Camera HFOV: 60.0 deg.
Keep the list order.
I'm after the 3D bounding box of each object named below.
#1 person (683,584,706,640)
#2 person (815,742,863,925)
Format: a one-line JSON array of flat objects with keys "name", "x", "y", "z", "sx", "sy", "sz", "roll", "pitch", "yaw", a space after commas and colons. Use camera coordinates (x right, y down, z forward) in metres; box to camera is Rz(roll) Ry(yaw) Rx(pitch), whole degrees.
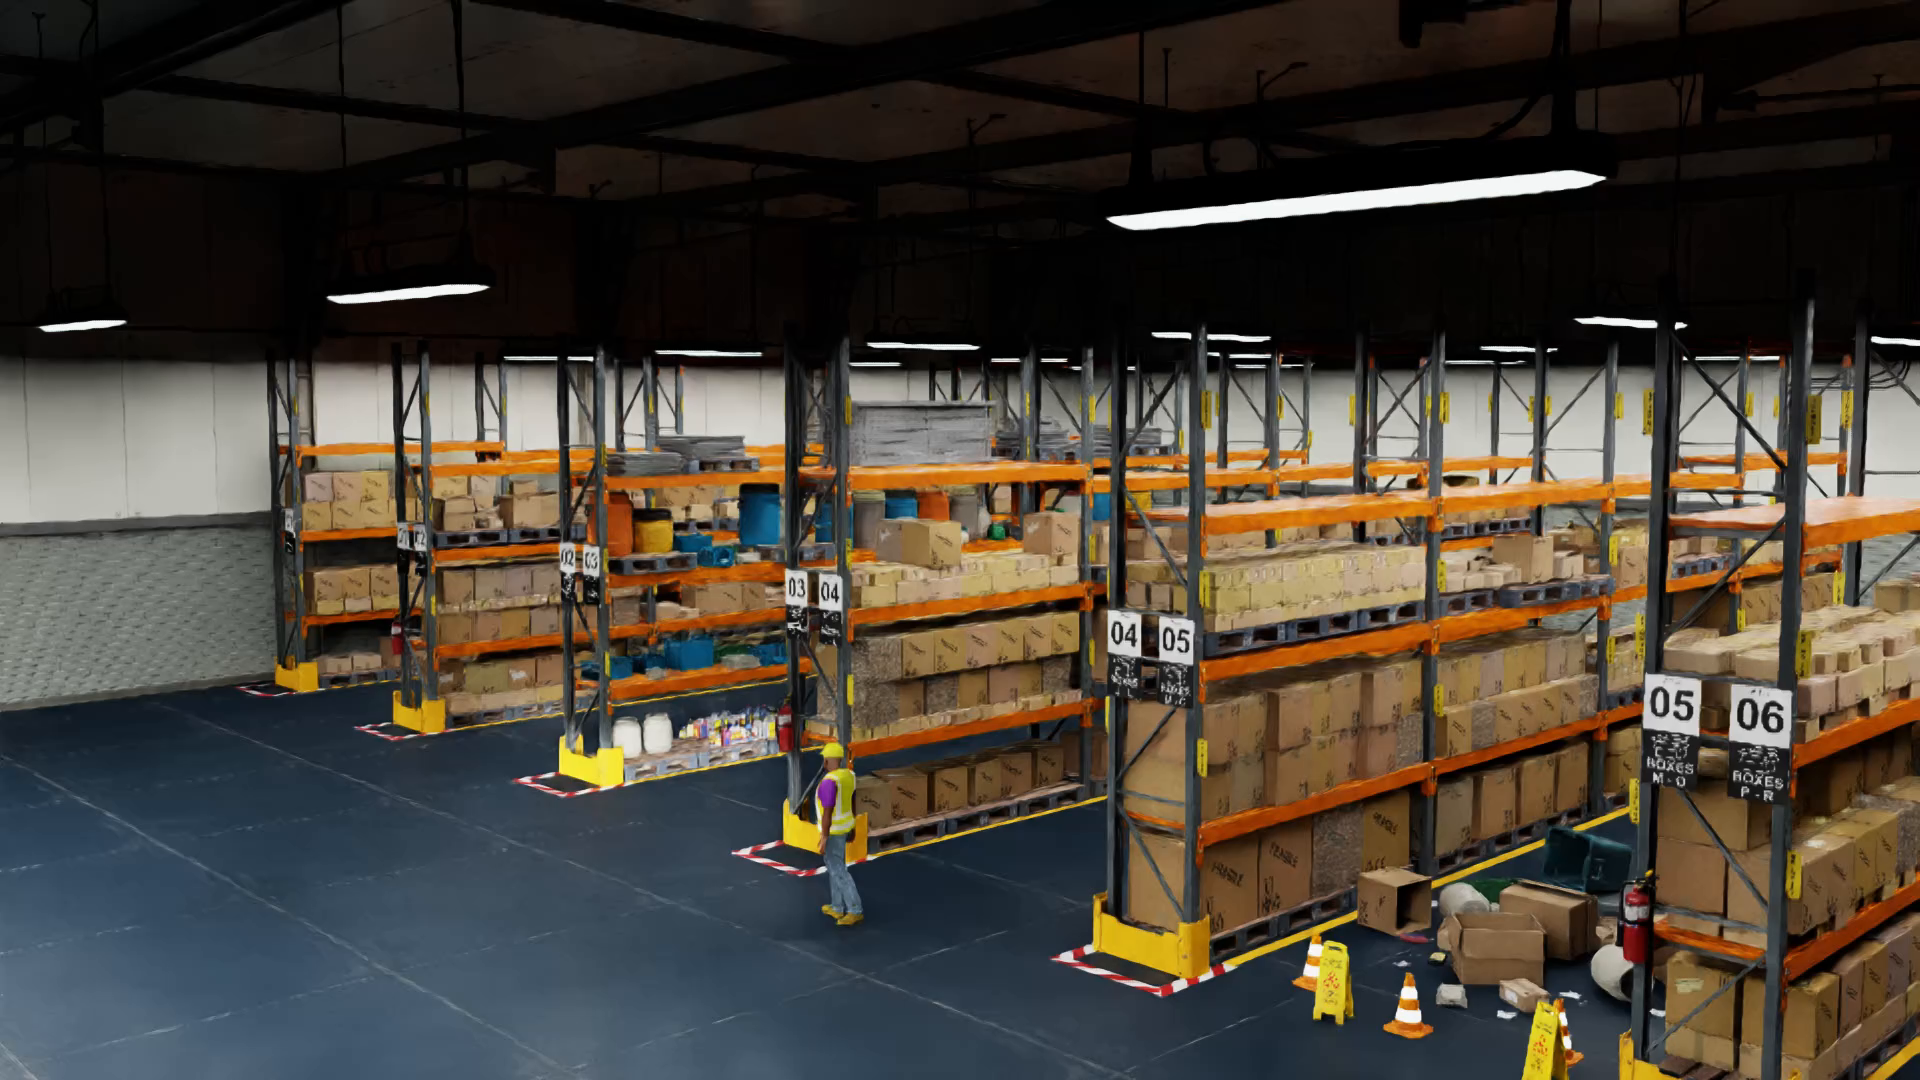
[{"name": "person", "x": -5.087, "y": 1.620, "z": 31.606, "sx": 1.088, "sy": 1.589, "sz": 0.456, "roll": -4, "pitch": 7, "yaw": -41}, {"name": "person", "x": -1.176, "y": 2.877, "z": 16.435, "sx": 0.541, "sy": 1.760, "sz": 0.661, "roll": 2, "pitch": 5, "yaw": 20}]
